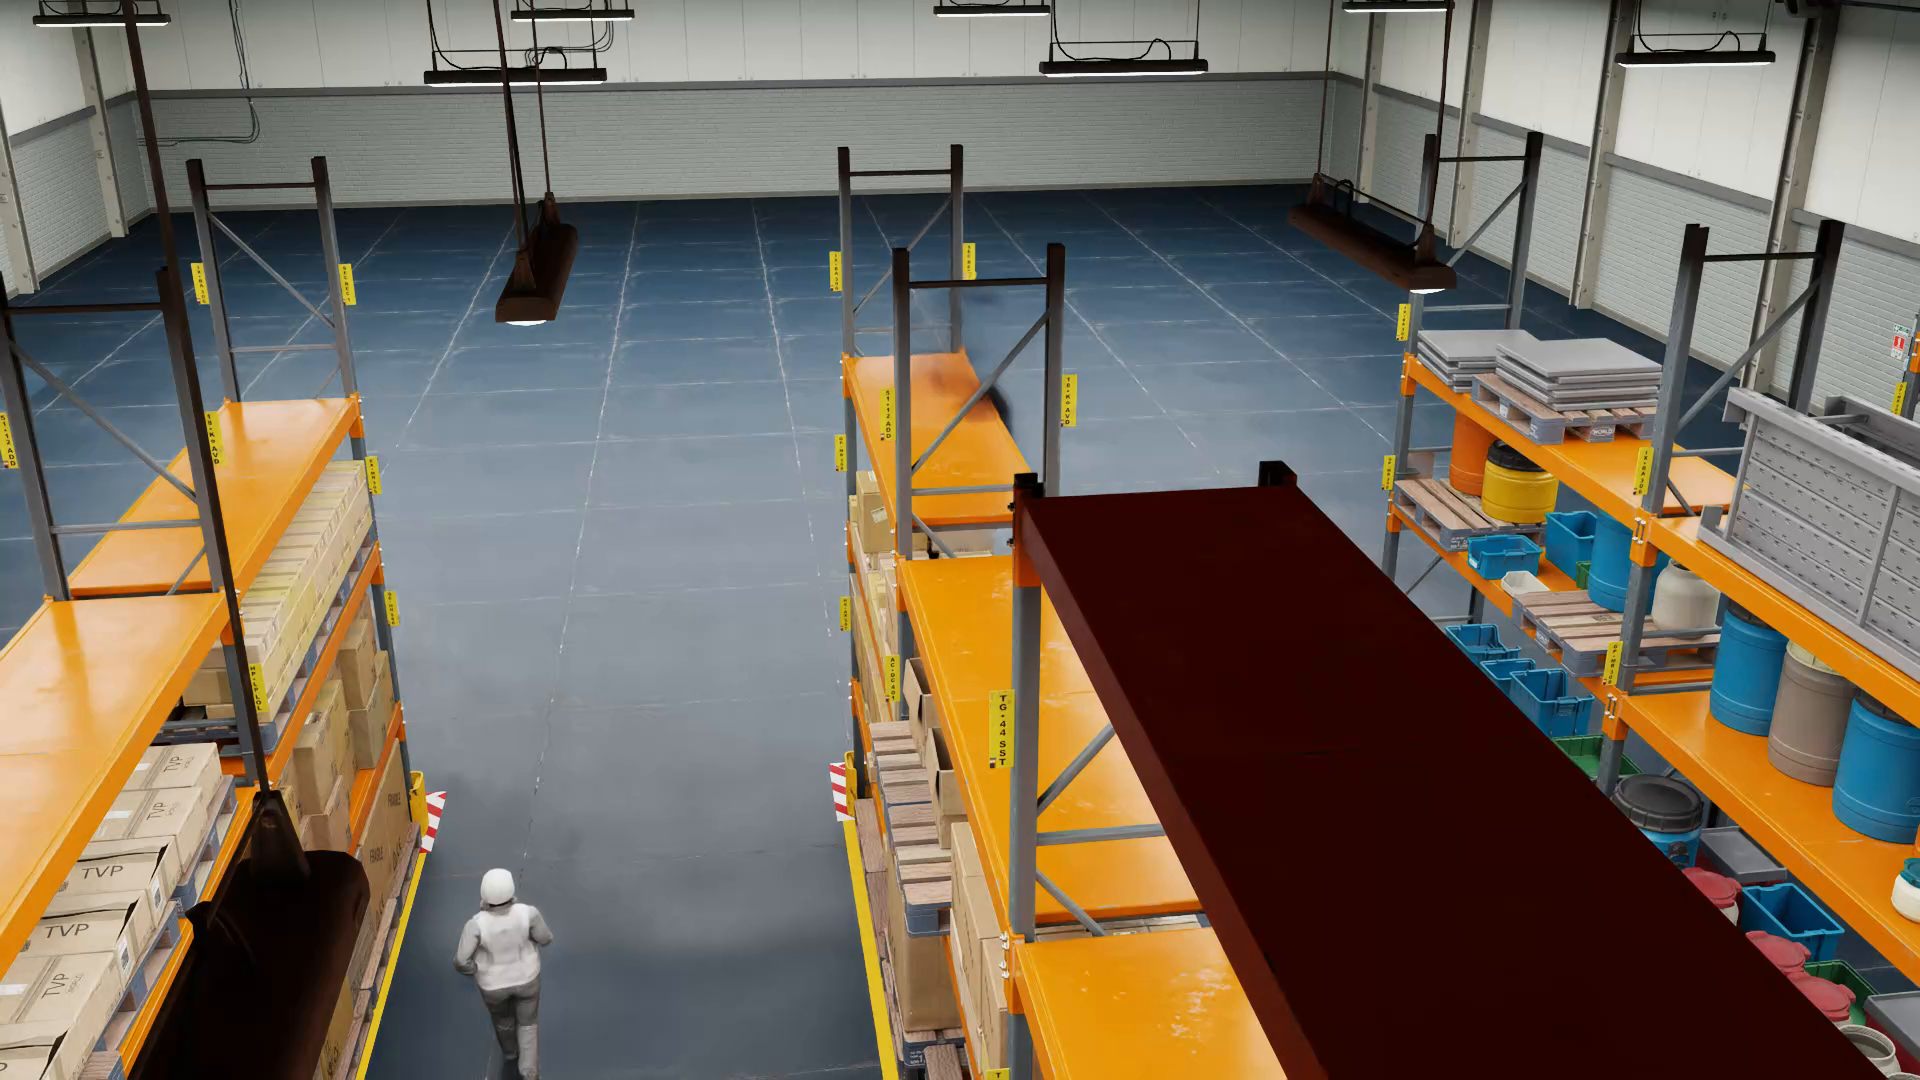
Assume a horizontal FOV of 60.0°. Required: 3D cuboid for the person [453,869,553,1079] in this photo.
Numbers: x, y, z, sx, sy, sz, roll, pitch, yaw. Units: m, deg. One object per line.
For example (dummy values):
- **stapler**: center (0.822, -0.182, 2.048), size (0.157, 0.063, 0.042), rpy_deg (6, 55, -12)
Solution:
- **person**: center (-3.136, 3.019, 11.521), size (0.663, 1.744, 0.990), rpy_deg (-7, 23, -16)
